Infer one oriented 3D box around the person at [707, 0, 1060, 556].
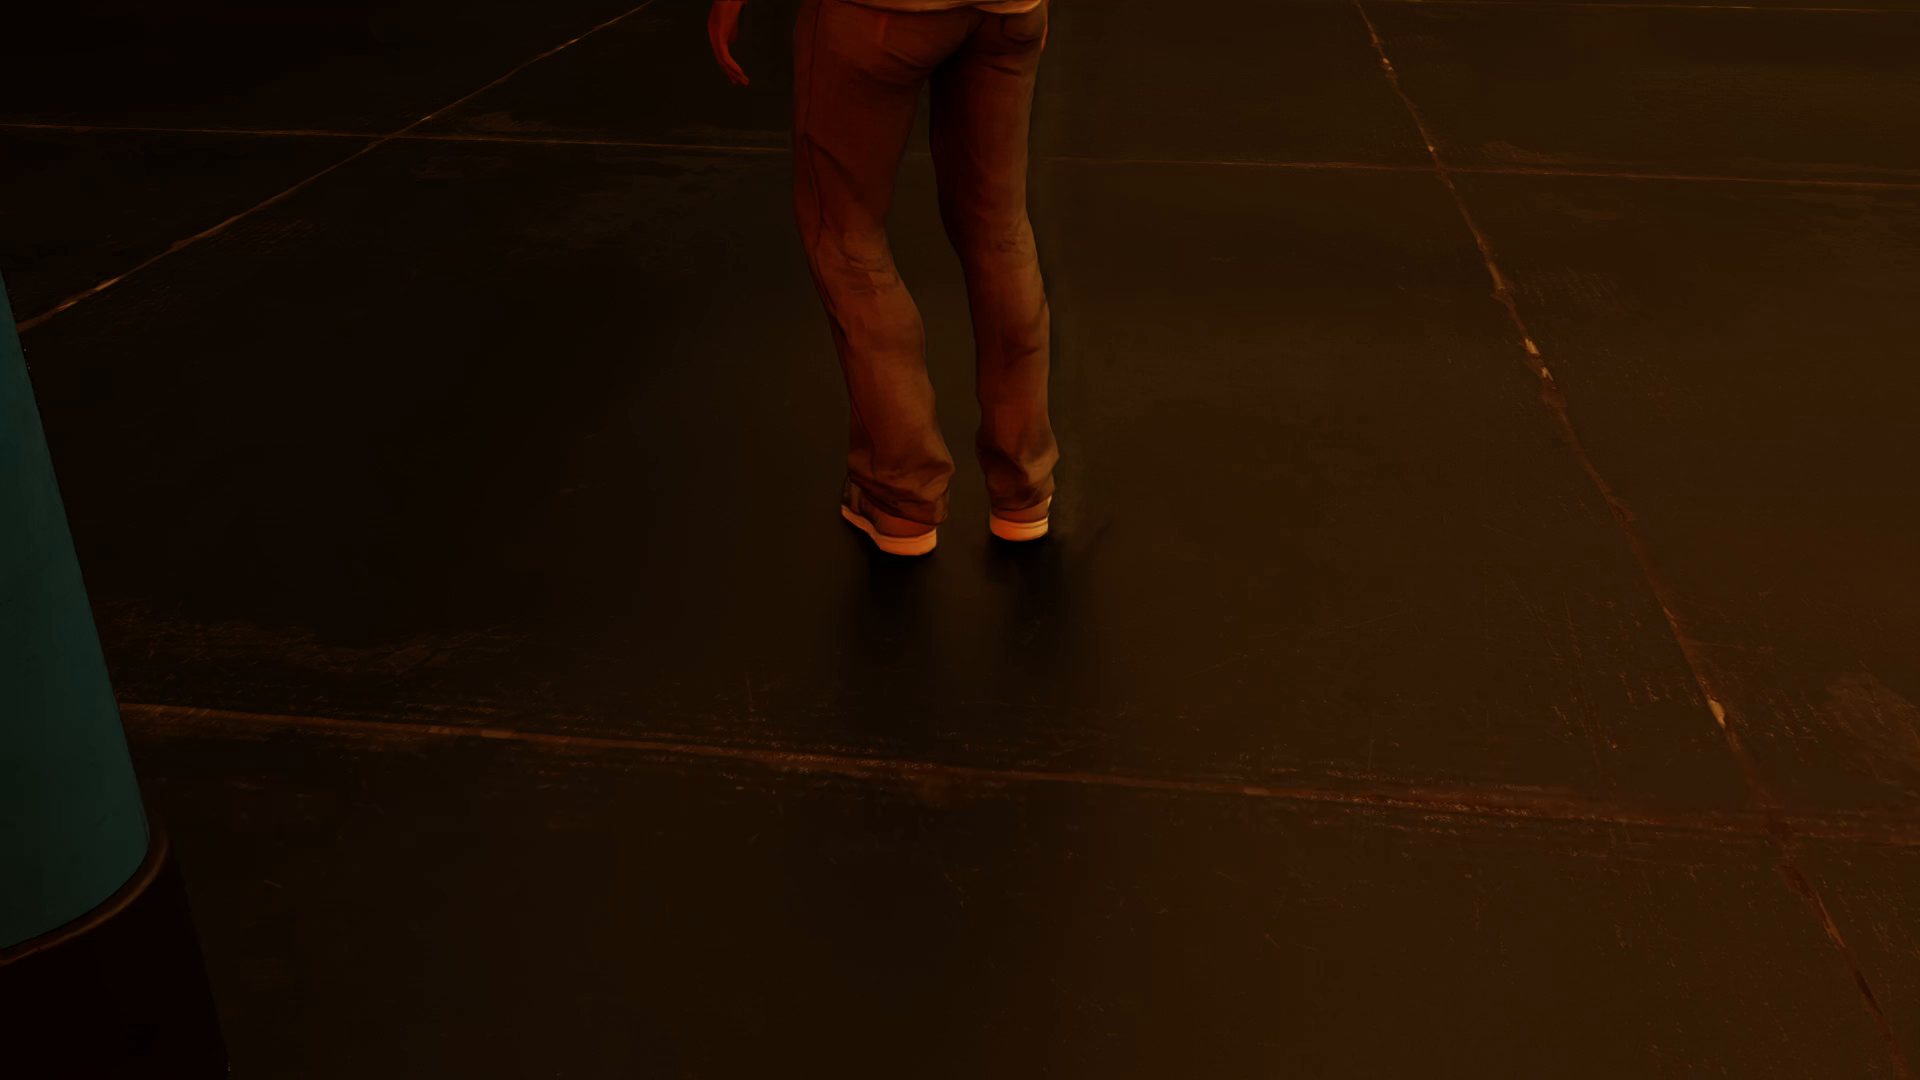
[{"bbox_3d":[-0.063,-0.722,2.176,0.527,1.583,0.363,-22,34,-37],"label":"person"}]
